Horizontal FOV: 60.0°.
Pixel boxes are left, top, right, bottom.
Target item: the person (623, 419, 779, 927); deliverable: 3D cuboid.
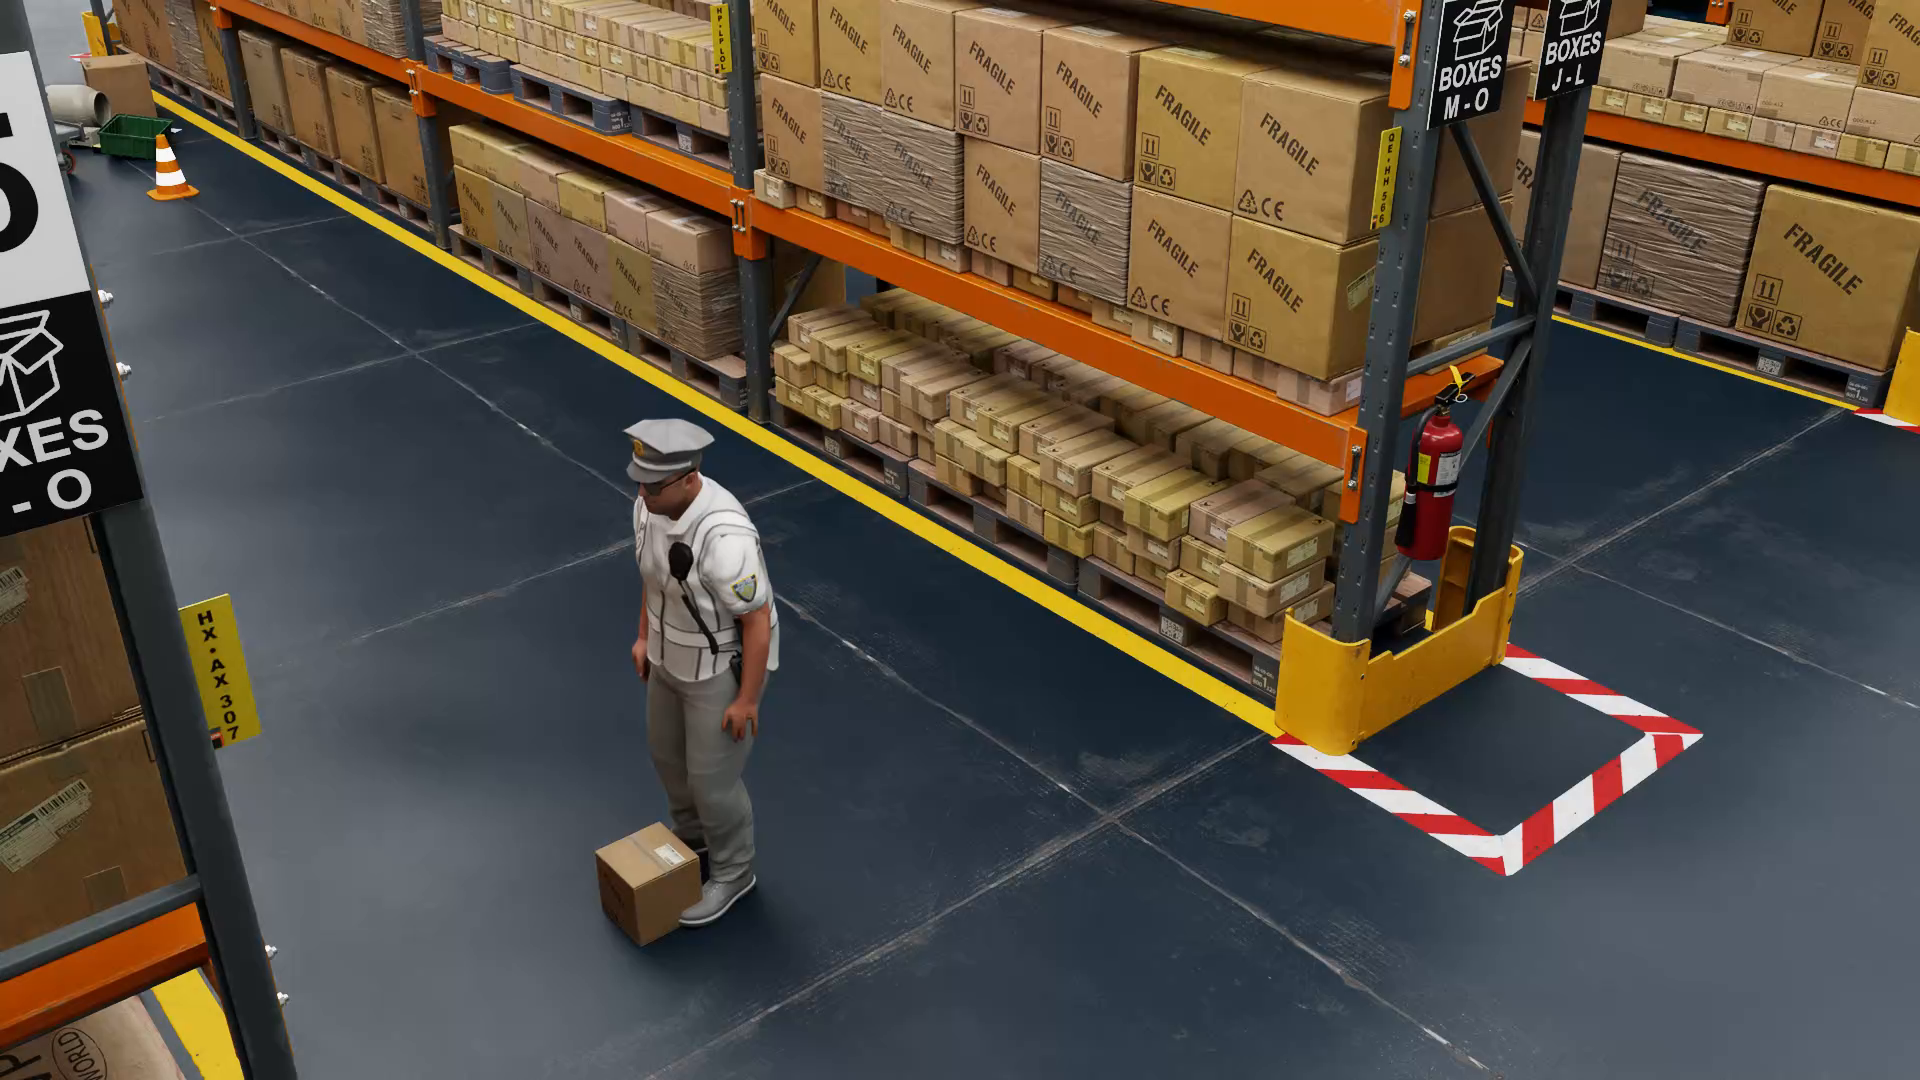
[{"bbox_3d":[-0.841,0.406,5.348,0.476,1.749,0.606,-24,36,-38],"label":"person"}]
